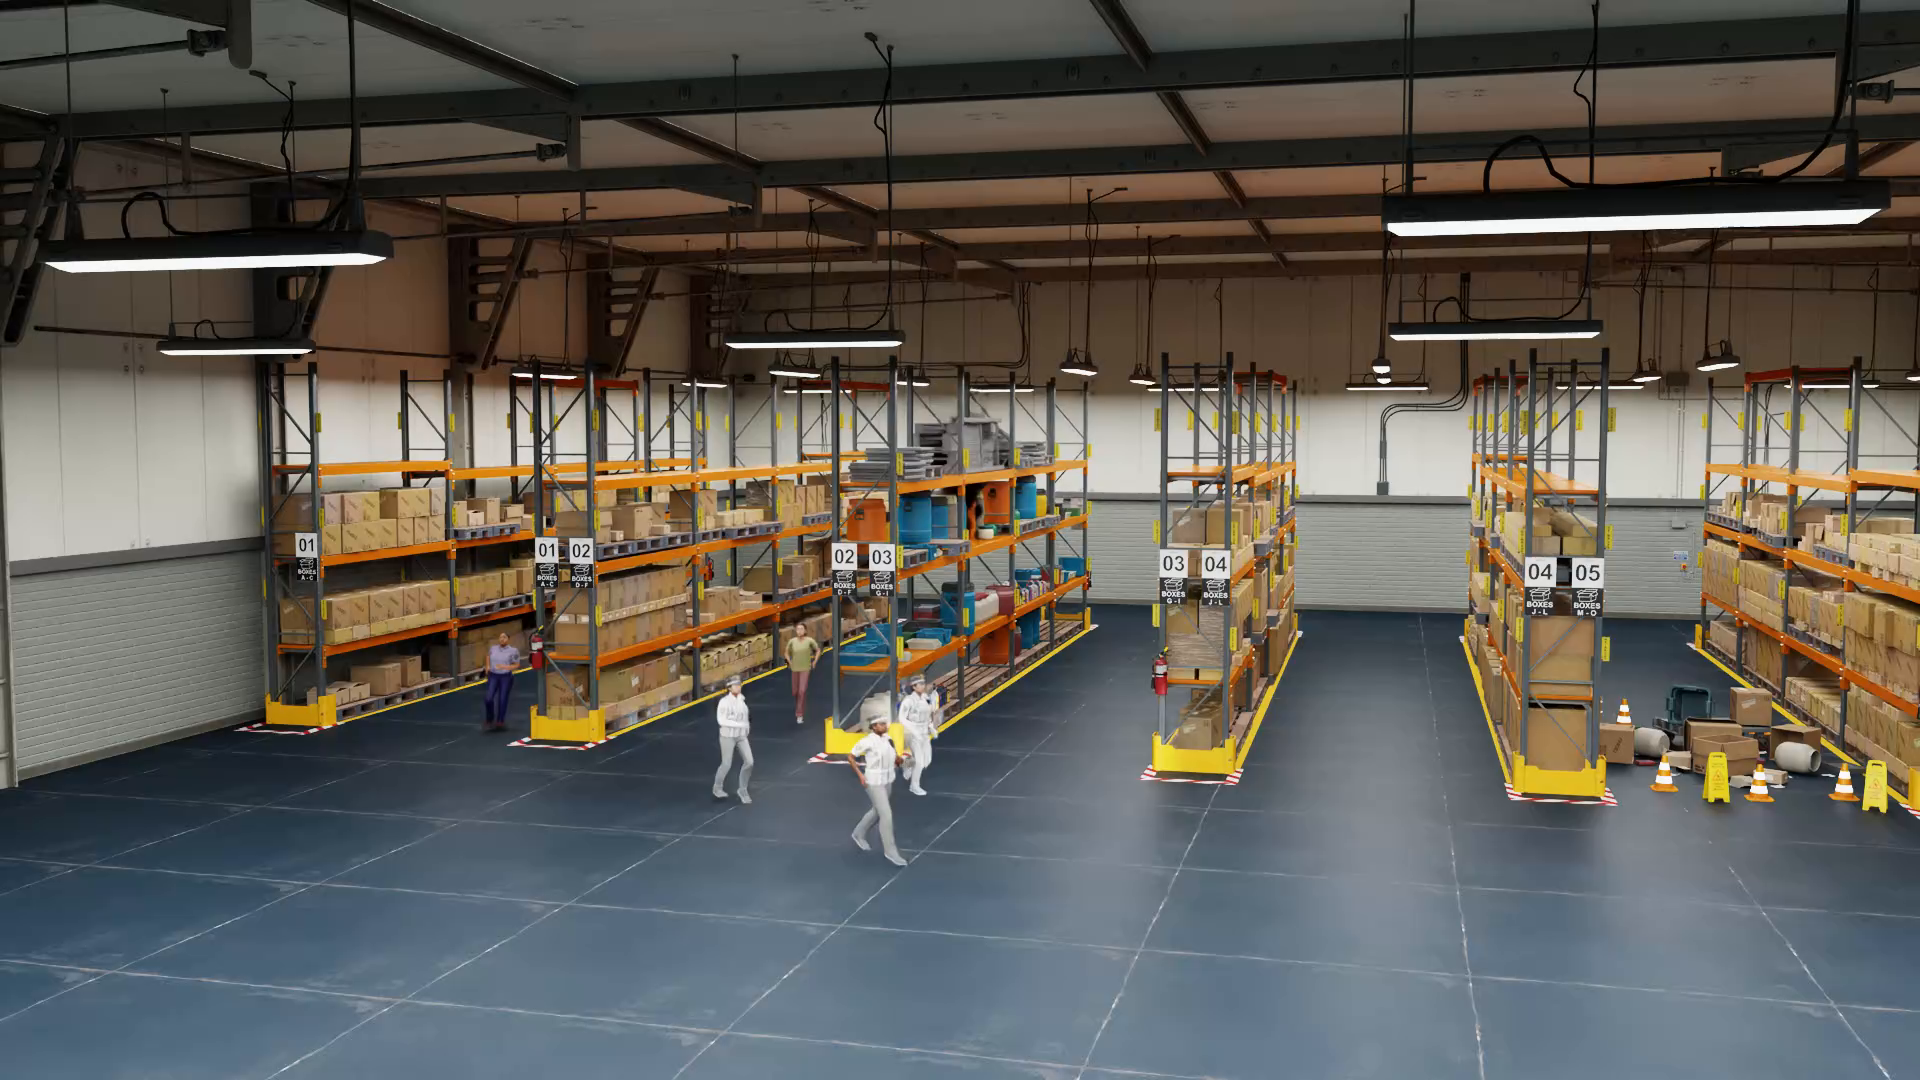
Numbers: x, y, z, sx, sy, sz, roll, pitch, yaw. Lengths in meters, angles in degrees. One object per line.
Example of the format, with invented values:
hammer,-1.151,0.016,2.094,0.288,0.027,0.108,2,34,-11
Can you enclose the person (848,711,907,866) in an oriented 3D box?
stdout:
person,-0.924,2.802,19.019,0.852,1.721,0.562,3,5,34

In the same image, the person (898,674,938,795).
person,-0.625,2.611,22.501,0.585,1.644,0.599,4,5,41

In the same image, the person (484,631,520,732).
person,-7.455,2.300,27.097,0.588,1.660,0.637,0,4,-5

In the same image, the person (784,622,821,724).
person,-2.658,2.210,28.032,0.602,1.668,0.771,0,4,5

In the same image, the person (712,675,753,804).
person,-2.967,2.636,21.904,0.721,1.764,0.632,3,5,41
